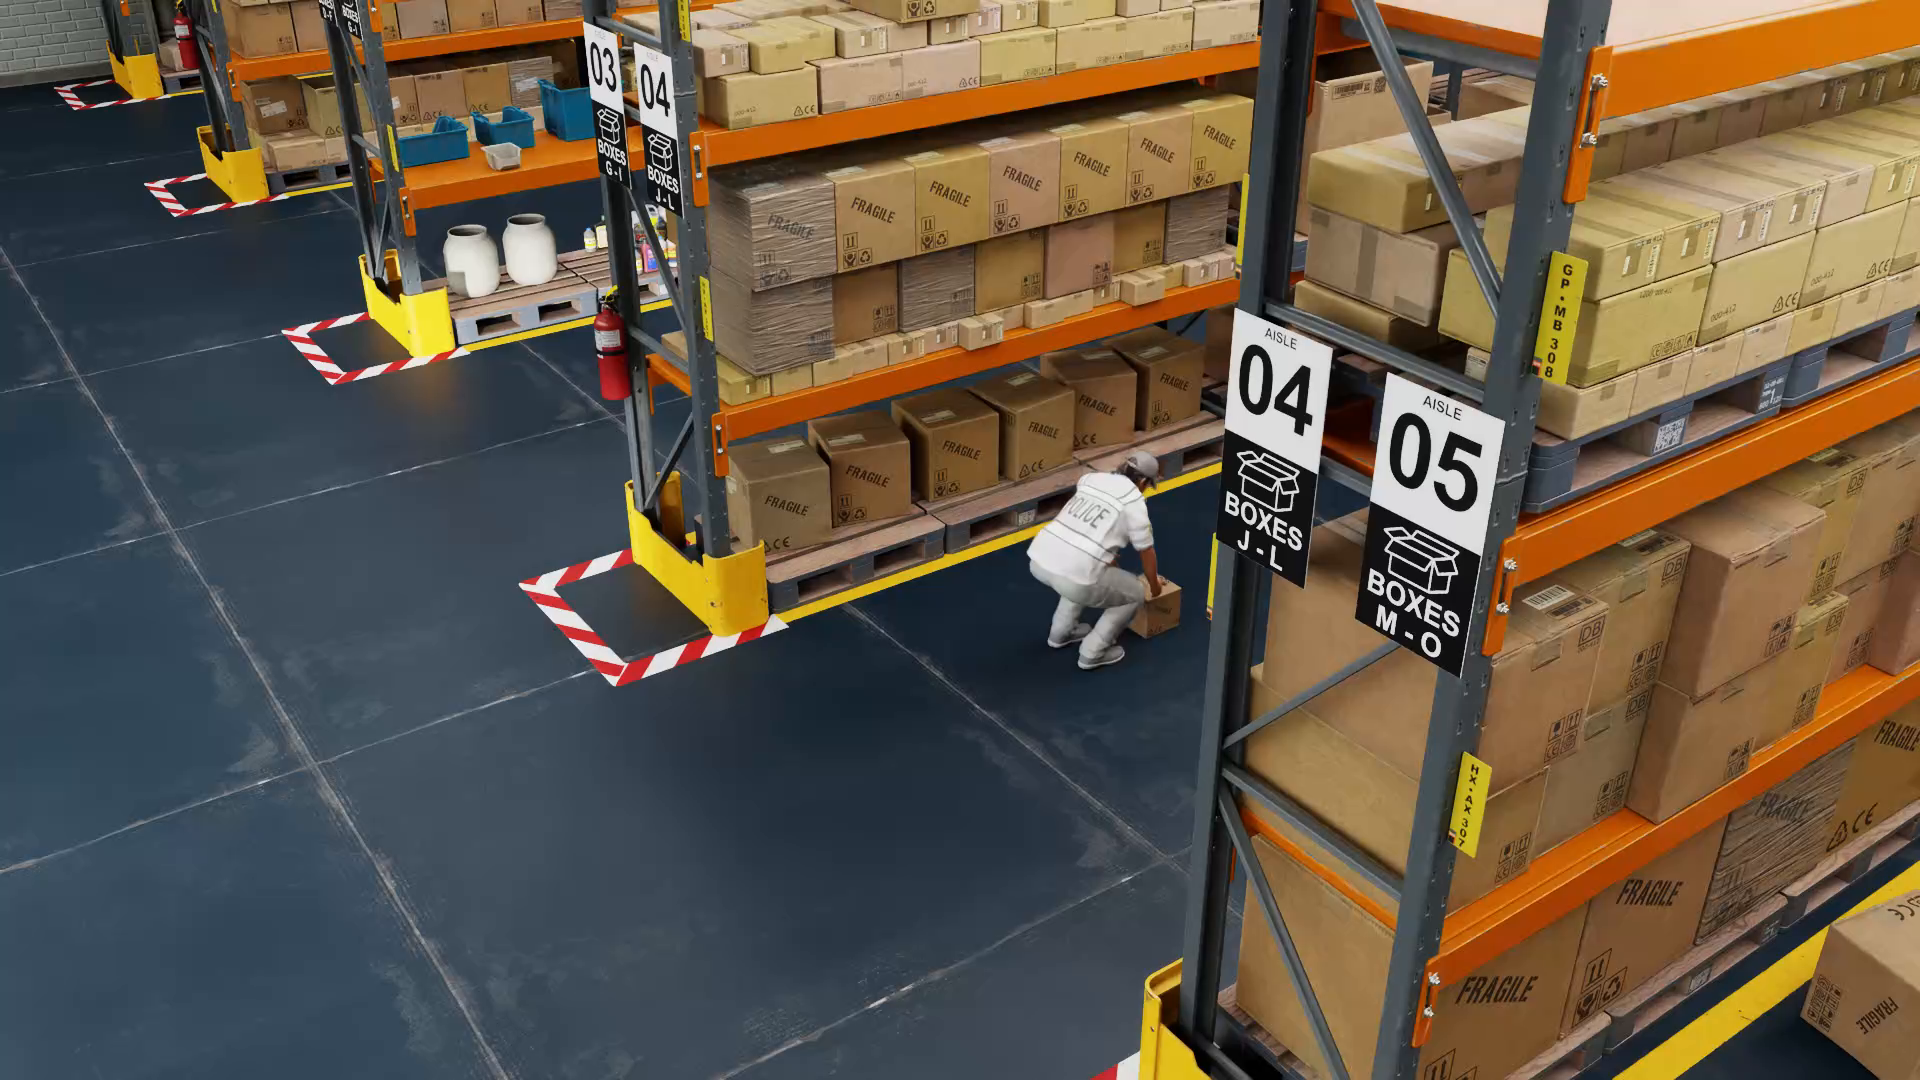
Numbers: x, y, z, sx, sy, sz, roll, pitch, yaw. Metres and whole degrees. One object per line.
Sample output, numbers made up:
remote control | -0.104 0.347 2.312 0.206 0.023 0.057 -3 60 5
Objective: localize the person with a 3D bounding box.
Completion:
person | 0.746 0.102 9.036 0.834 1.094 0.537 -19 34 -31
